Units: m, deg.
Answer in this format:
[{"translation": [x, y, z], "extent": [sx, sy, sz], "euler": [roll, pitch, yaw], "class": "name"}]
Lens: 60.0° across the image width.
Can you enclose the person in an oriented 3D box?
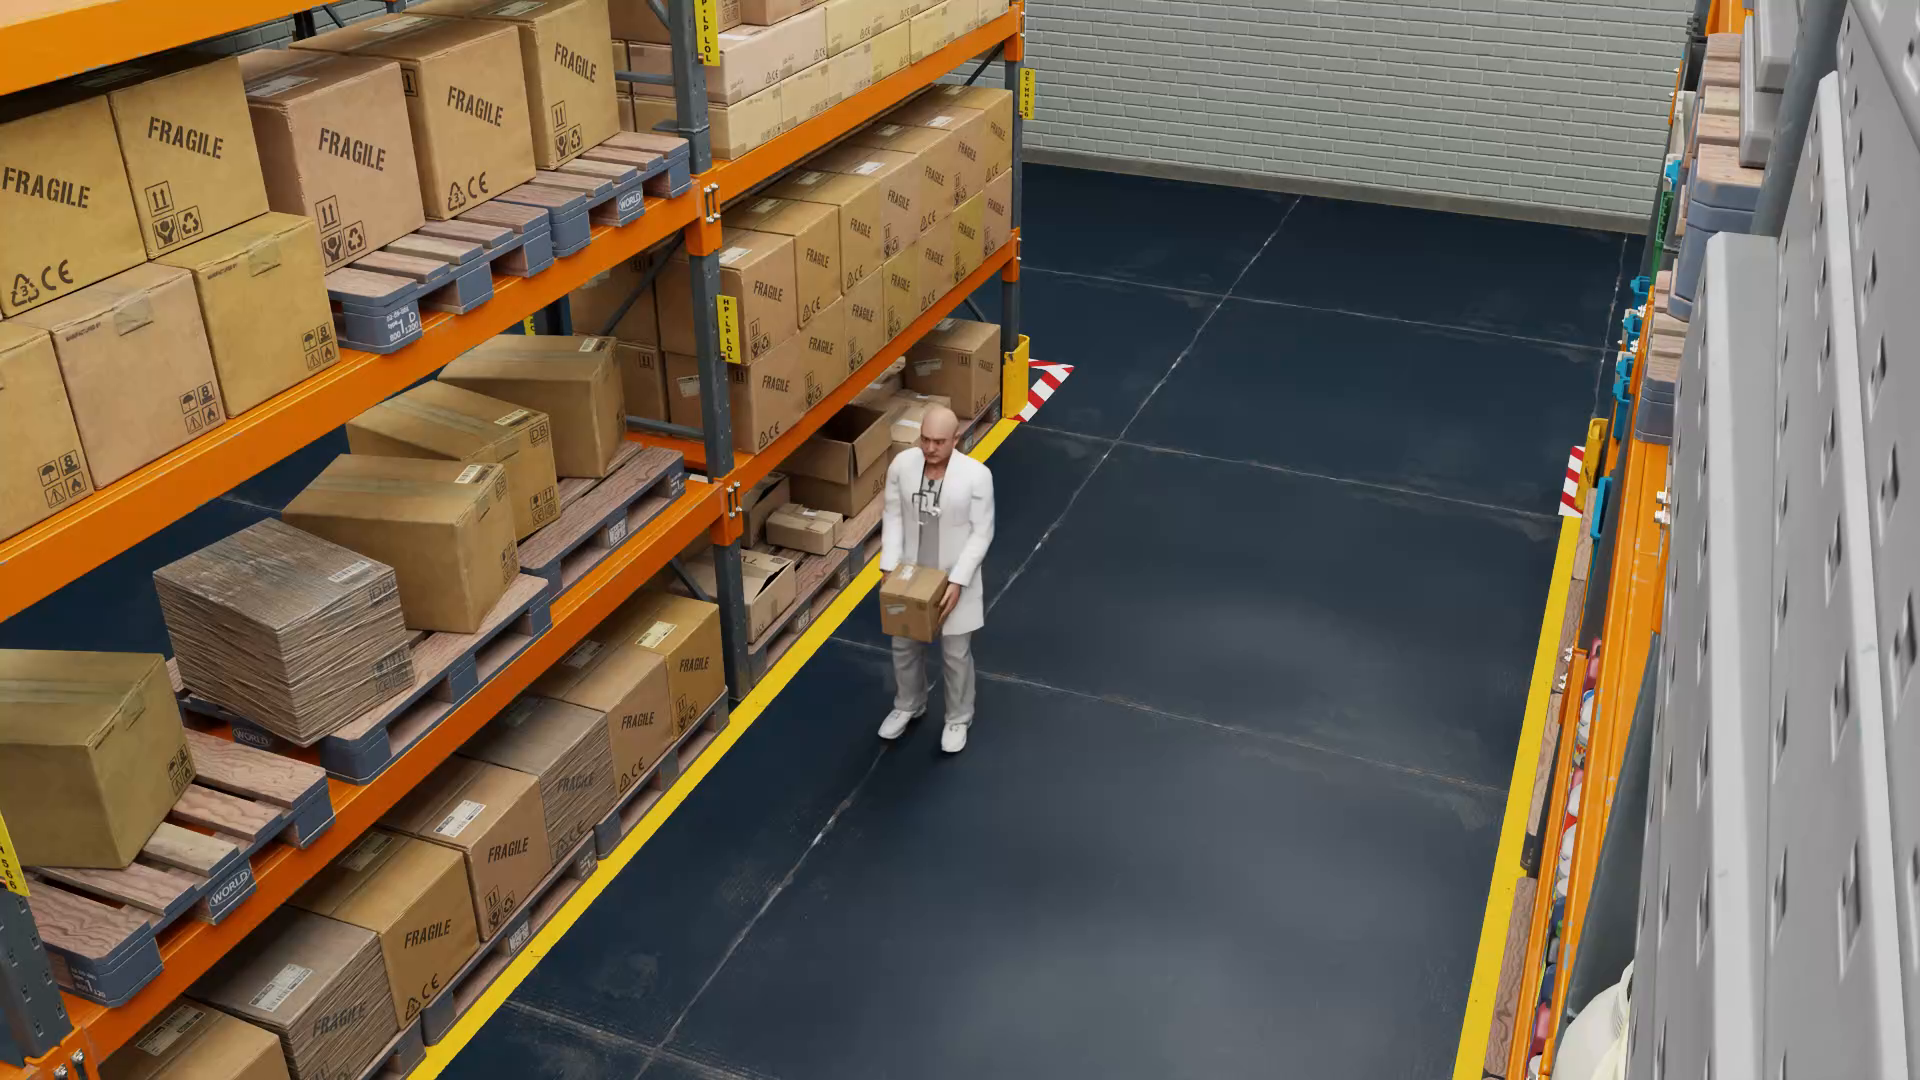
[{"translation": [-0.135, 0.204, 8.046], "extent": [0.572, 1.782, 0.479], "euler": [11, 31, 18], "class": "person"}]
